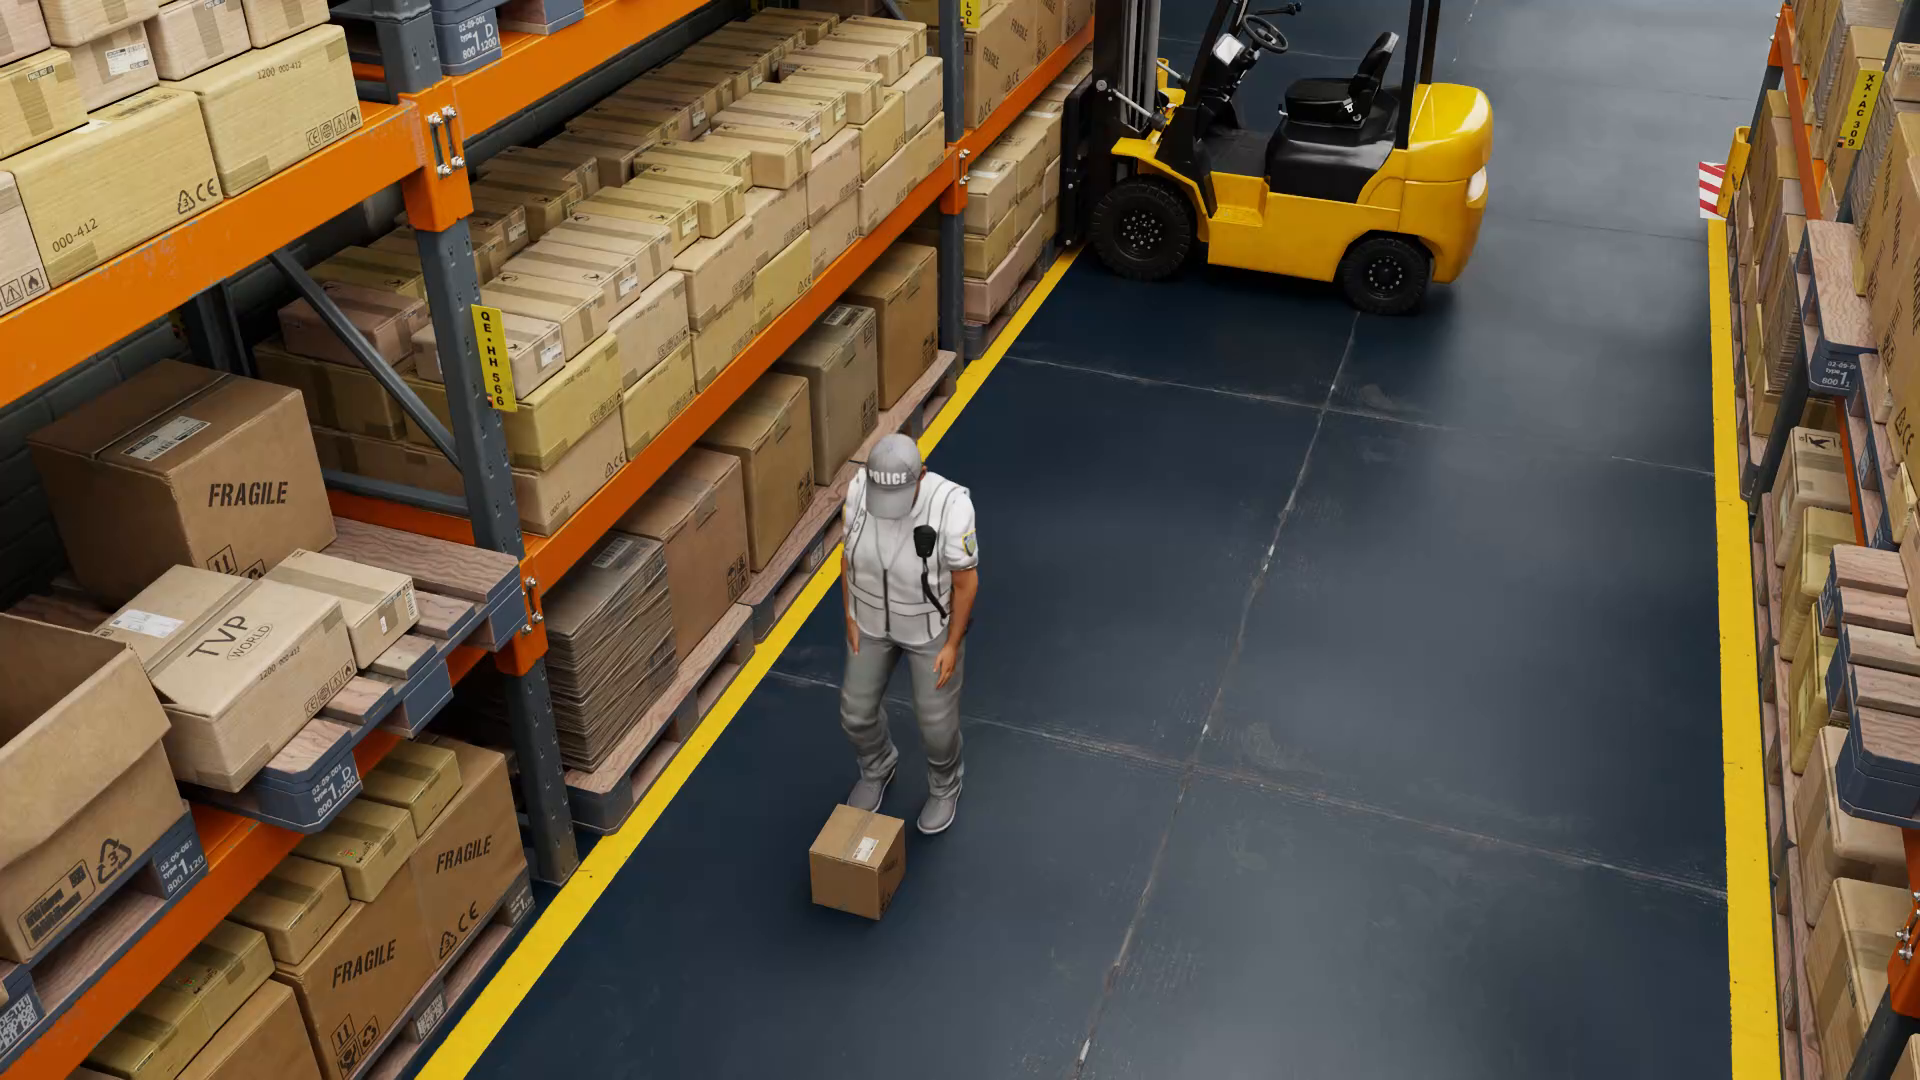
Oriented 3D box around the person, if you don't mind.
[{"bbox_3d":[-0.175,0.310,5.723,0.496,1.619,0.479,12,35,18],"label":"person"}]
